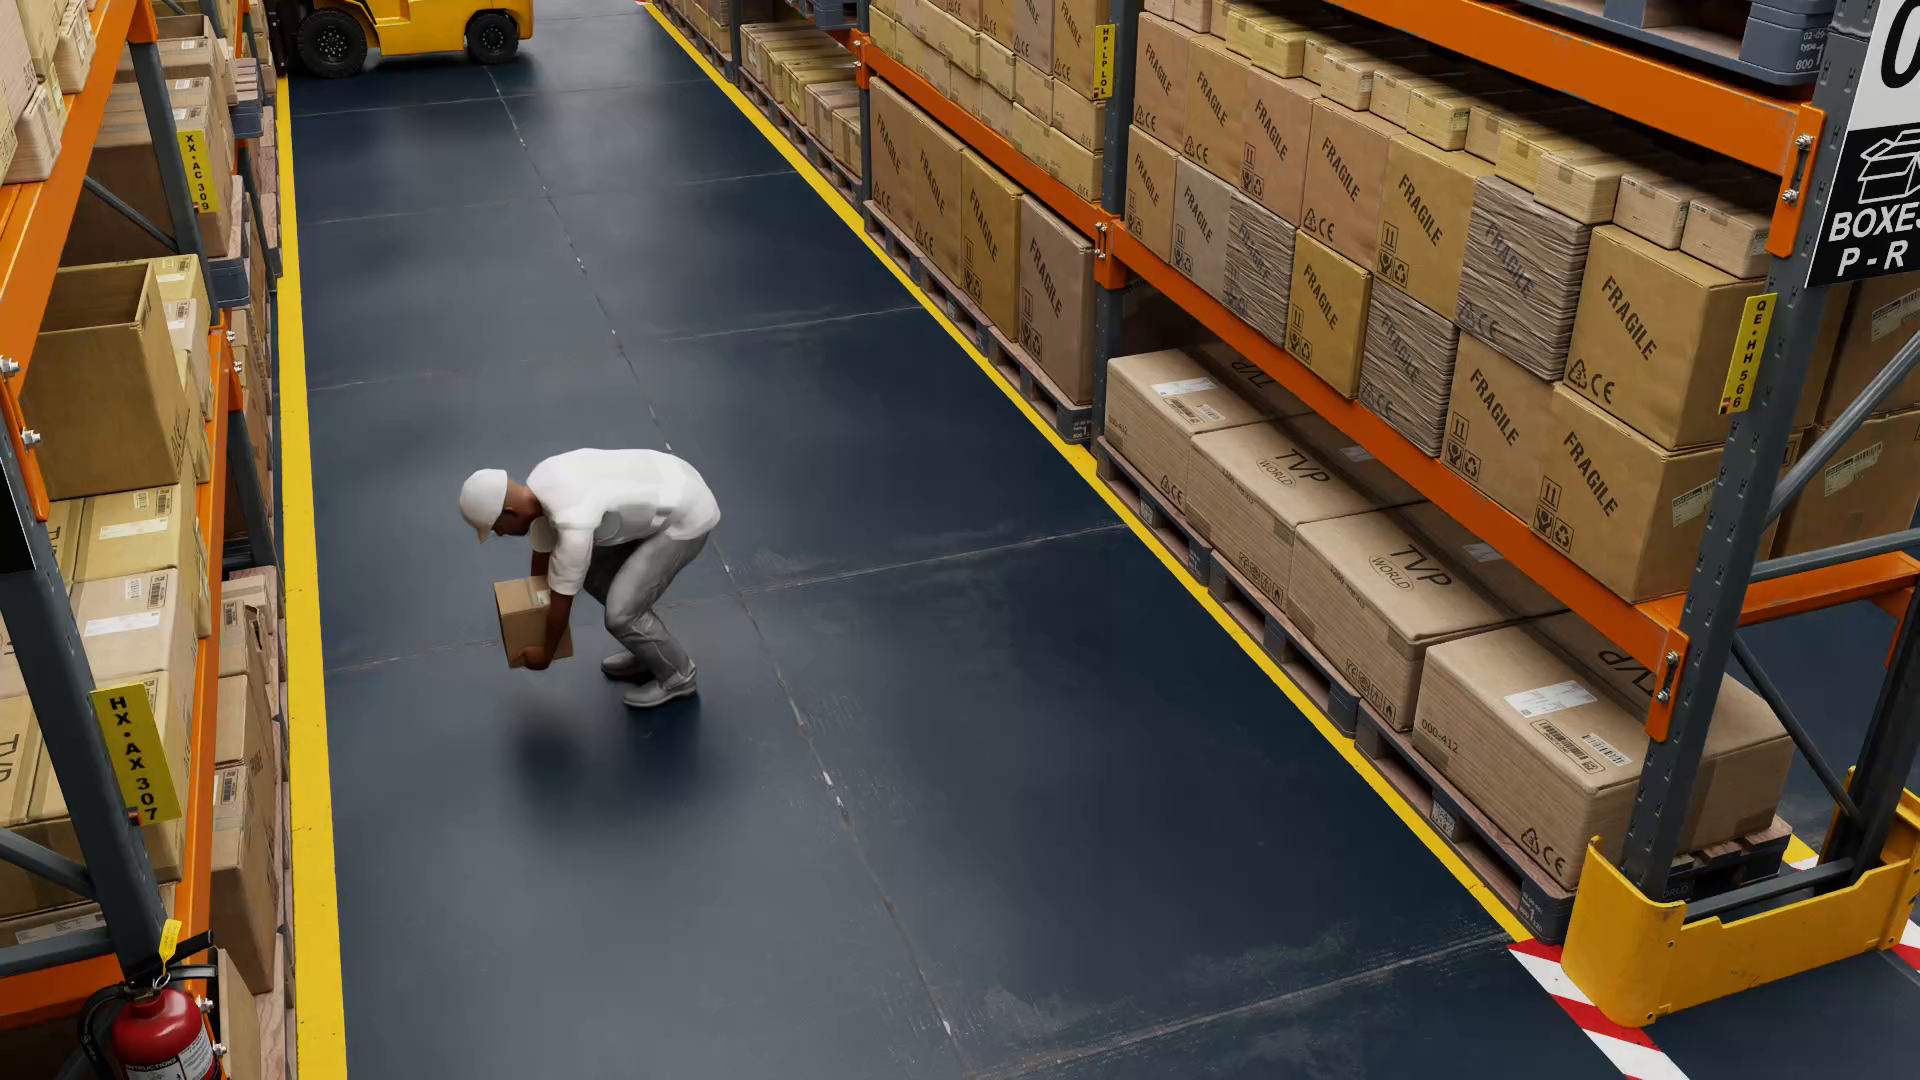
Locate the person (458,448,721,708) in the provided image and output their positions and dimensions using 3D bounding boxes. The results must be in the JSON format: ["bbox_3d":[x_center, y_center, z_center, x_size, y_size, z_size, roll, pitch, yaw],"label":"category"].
[{"bbox_3d":[-1.414,0.145,6.534,0.965,1.087,0.509,-12,32,-20],"label":"person"}]
